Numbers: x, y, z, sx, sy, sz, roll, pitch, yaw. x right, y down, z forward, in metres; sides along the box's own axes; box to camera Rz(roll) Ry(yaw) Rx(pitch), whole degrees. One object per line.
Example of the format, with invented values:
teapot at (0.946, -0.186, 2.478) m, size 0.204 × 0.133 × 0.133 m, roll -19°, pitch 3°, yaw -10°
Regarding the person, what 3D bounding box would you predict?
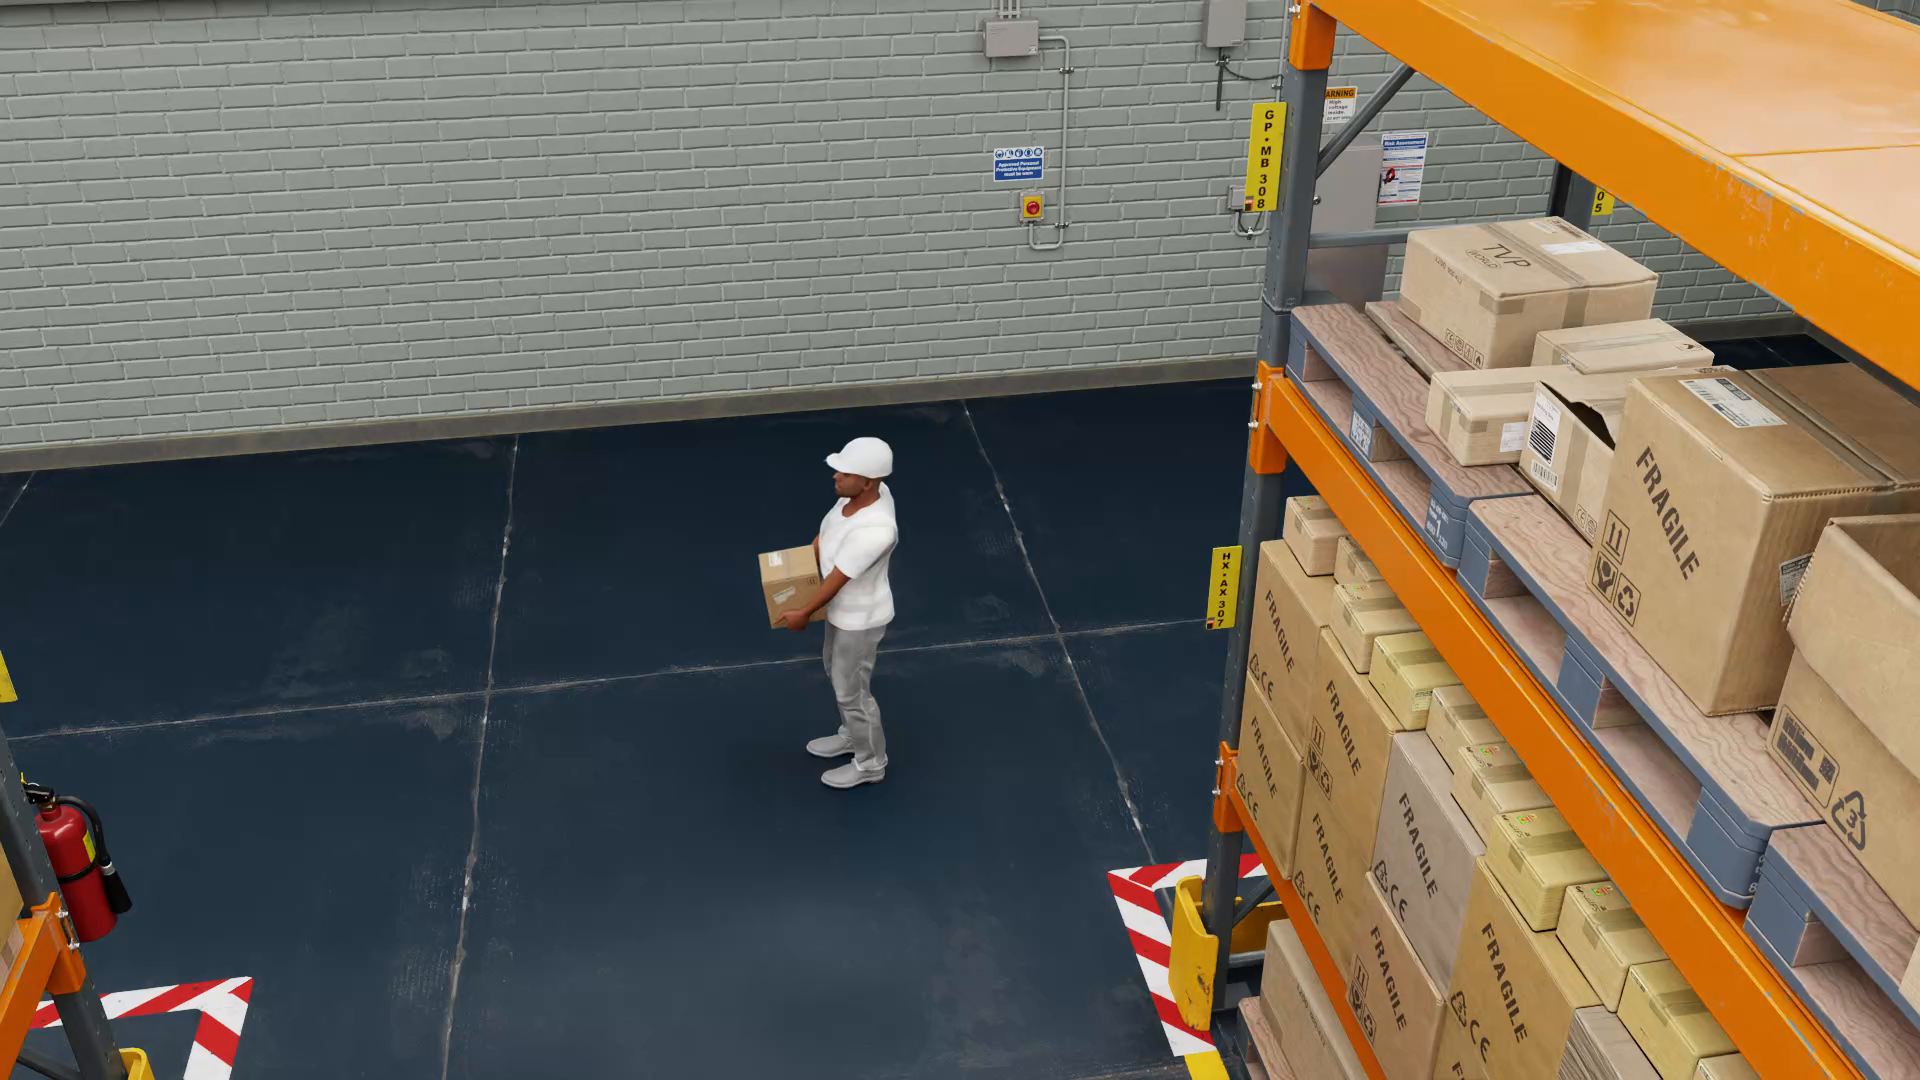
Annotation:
person at (-0.565, 0.333, 7.555) m, size 0.577 × 1.760 × 0.503 m, roll -5°, pitch 31°, yaw -8°
